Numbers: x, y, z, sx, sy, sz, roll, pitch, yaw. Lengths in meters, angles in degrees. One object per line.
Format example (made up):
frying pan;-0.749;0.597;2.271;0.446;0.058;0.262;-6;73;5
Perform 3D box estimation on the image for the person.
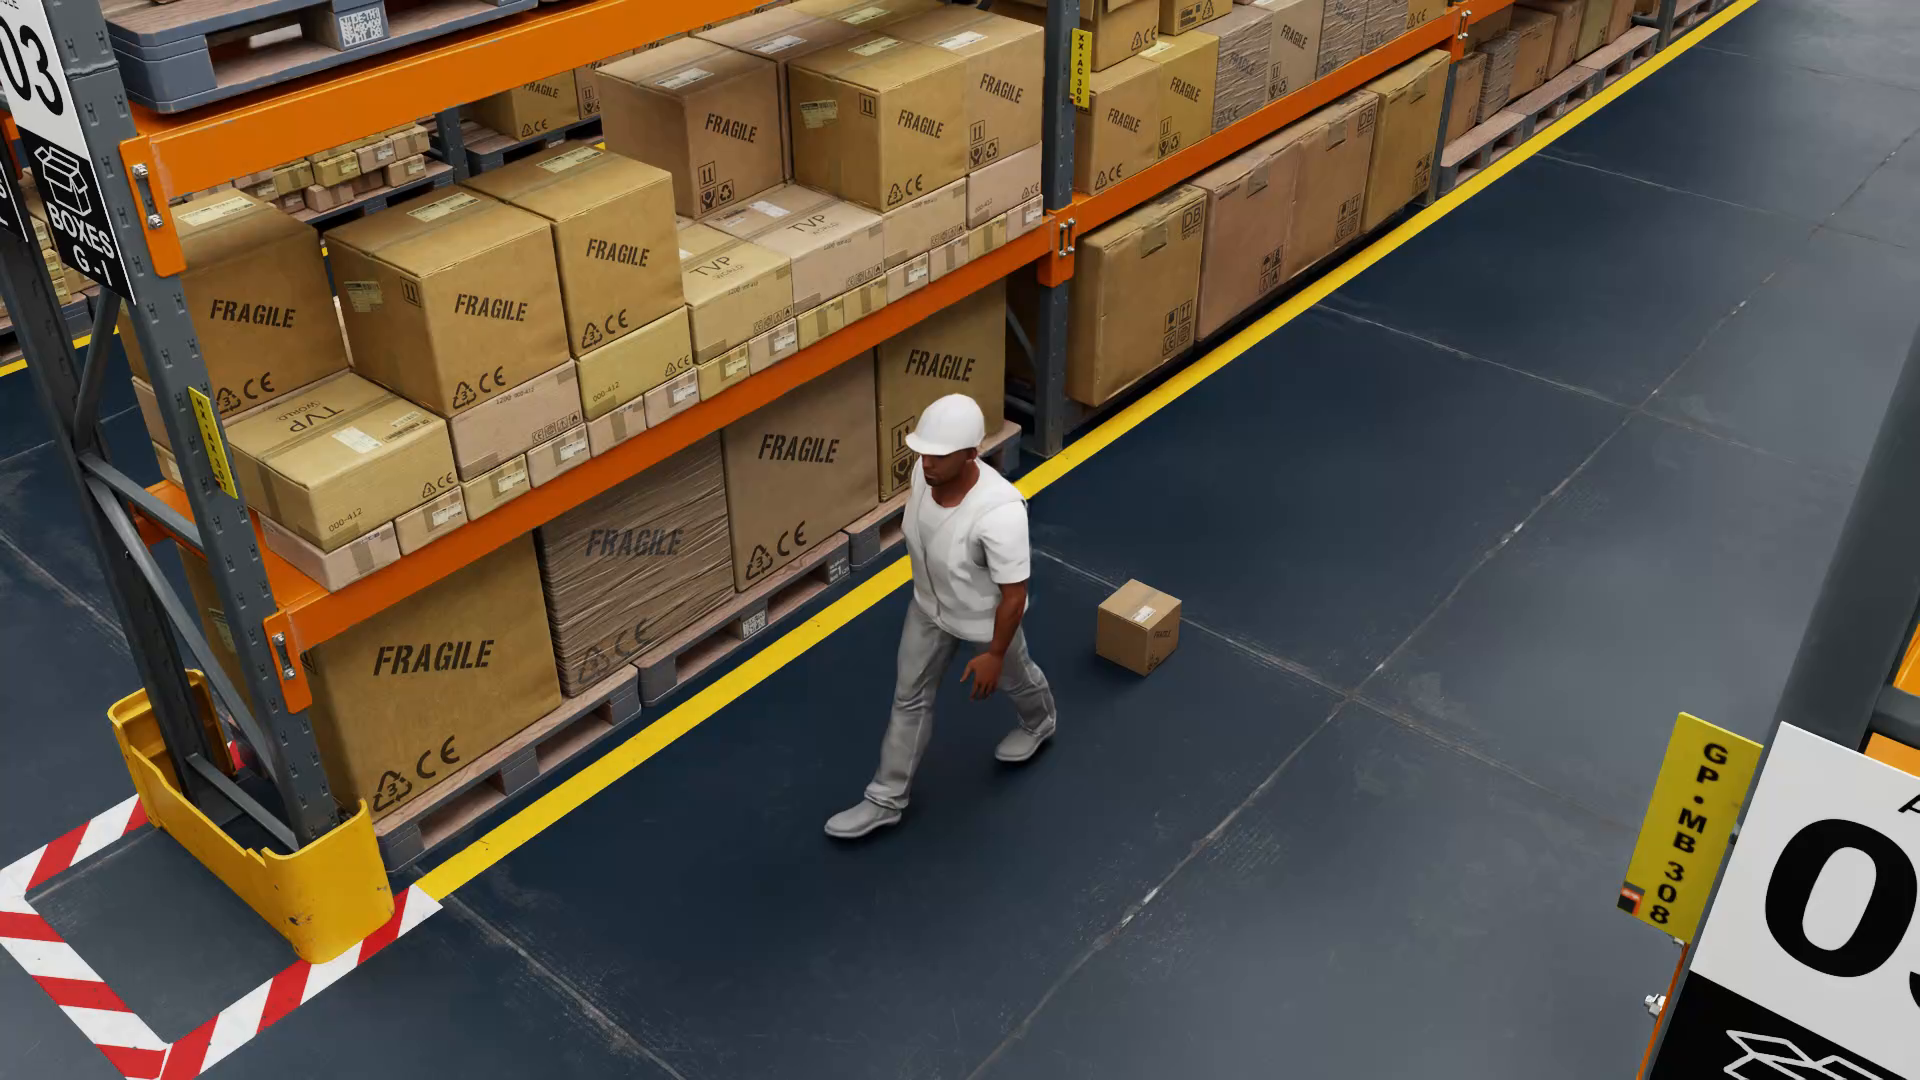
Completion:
person;-0.012;0.249;5.762;0.603;1.698;1.052;28;44;34
